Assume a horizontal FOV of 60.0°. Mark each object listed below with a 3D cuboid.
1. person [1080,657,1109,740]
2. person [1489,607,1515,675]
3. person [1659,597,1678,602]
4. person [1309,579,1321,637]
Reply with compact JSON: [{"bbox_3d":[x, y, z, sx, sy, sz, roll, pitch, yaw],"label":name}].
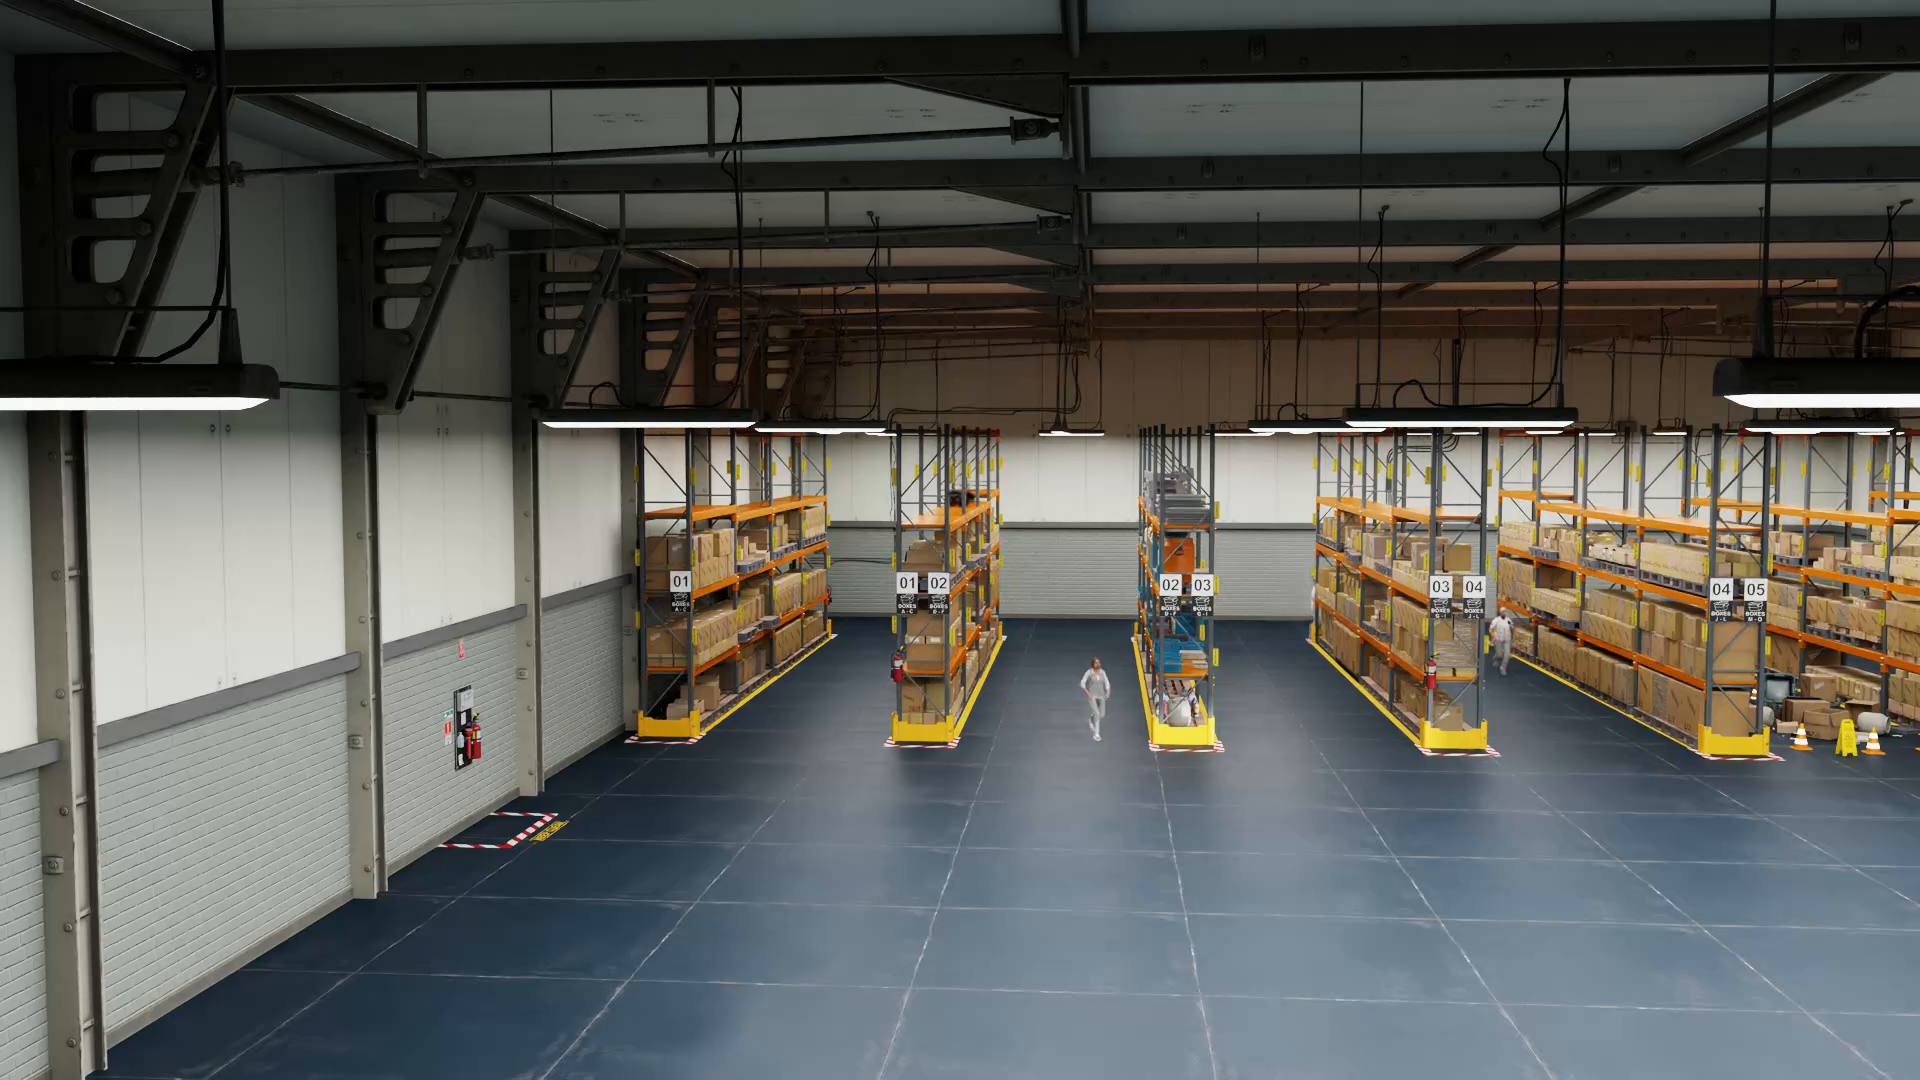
[{"bbox_3d":[2.566,3.009,31.778,0.573,1.567,0.641,-1,4,-18],"label":"person"},{"bbox_3d":[13.246,2.455,40.618,0.614,1.631,0.575,0,3,4],"label":"person"},{"bbox_3d":[20.236,2.050,47.220,0.732,1.703,0.579,2,4,26],"label":"person"},{"bbox_3d":[10.316,1.944,47.876,0.515,1.748,0.665,1,4,17],"label":"person"}]
